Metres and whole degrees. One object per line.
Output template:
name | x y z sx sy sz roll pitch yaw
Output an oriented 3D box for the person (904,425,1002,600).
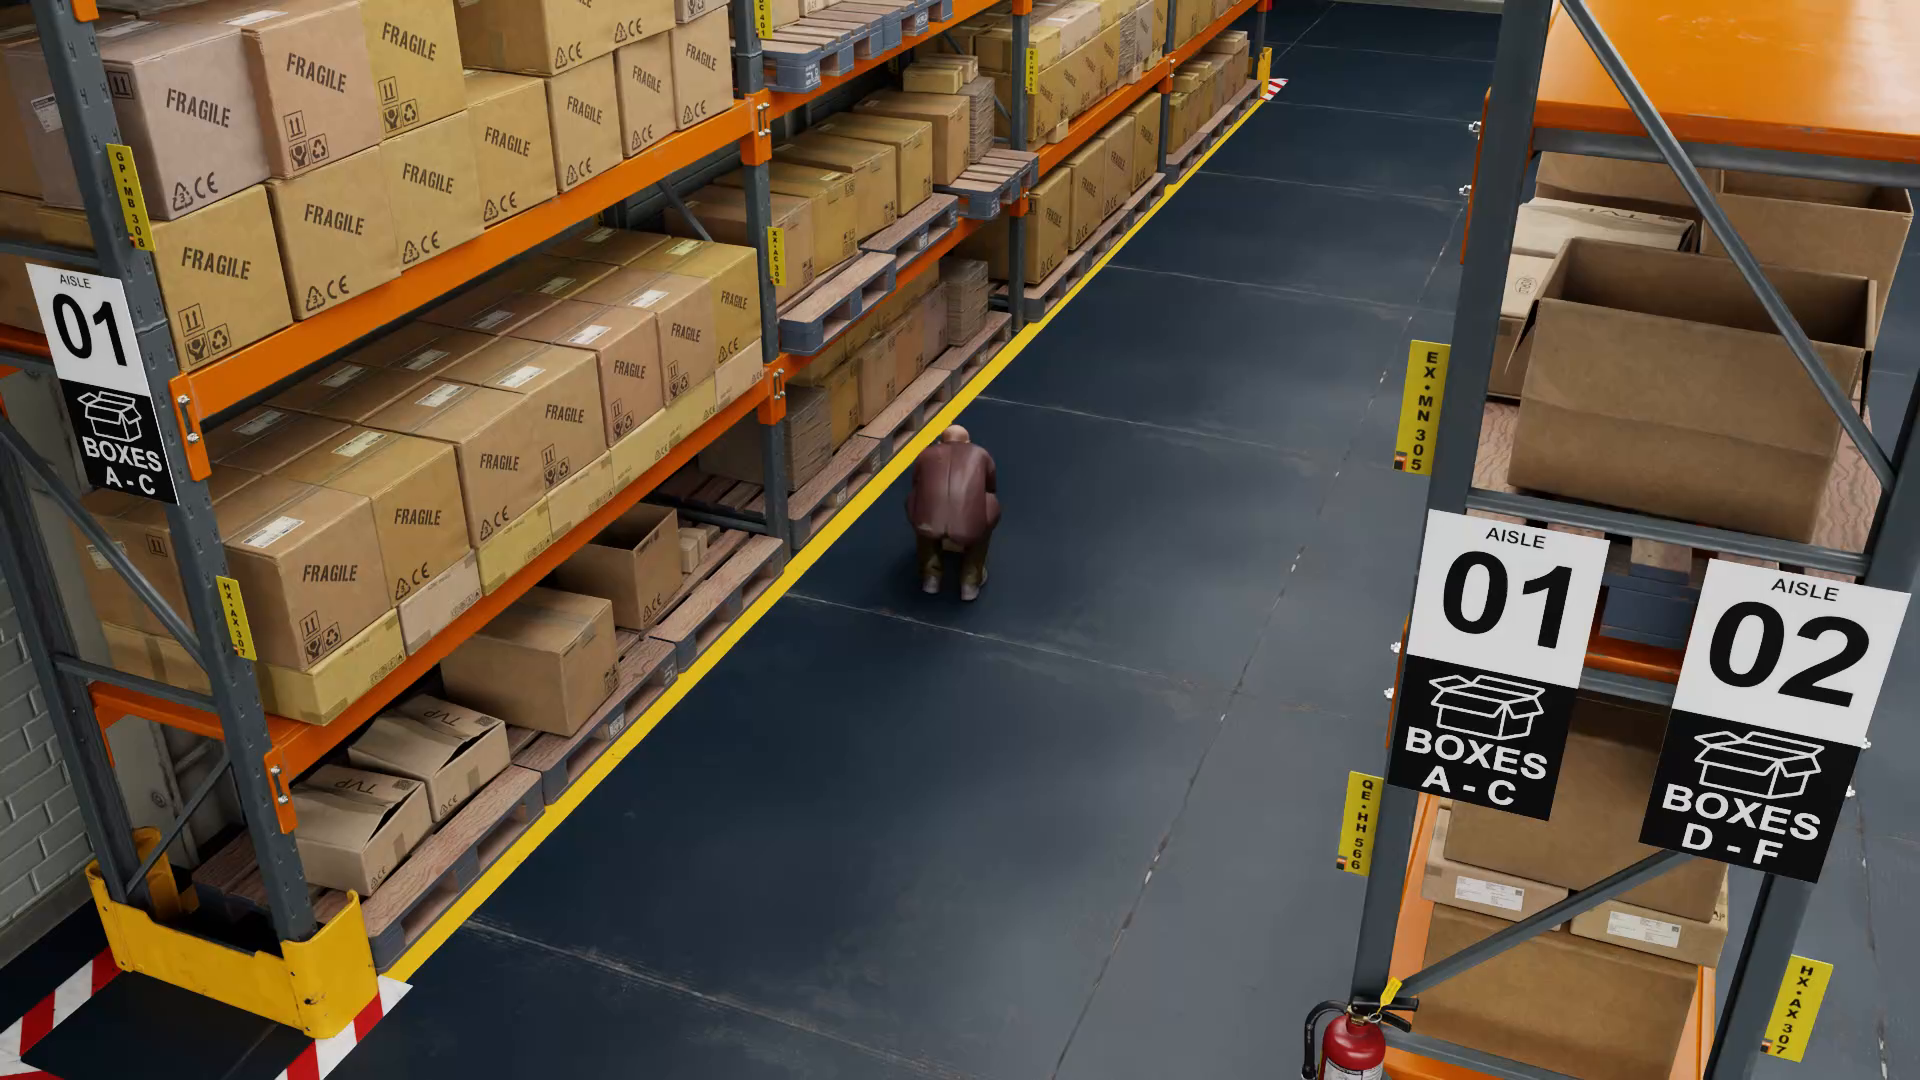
person | -0.031 -0.157 9.726 0.571 0.815 0.978 3 29 5
